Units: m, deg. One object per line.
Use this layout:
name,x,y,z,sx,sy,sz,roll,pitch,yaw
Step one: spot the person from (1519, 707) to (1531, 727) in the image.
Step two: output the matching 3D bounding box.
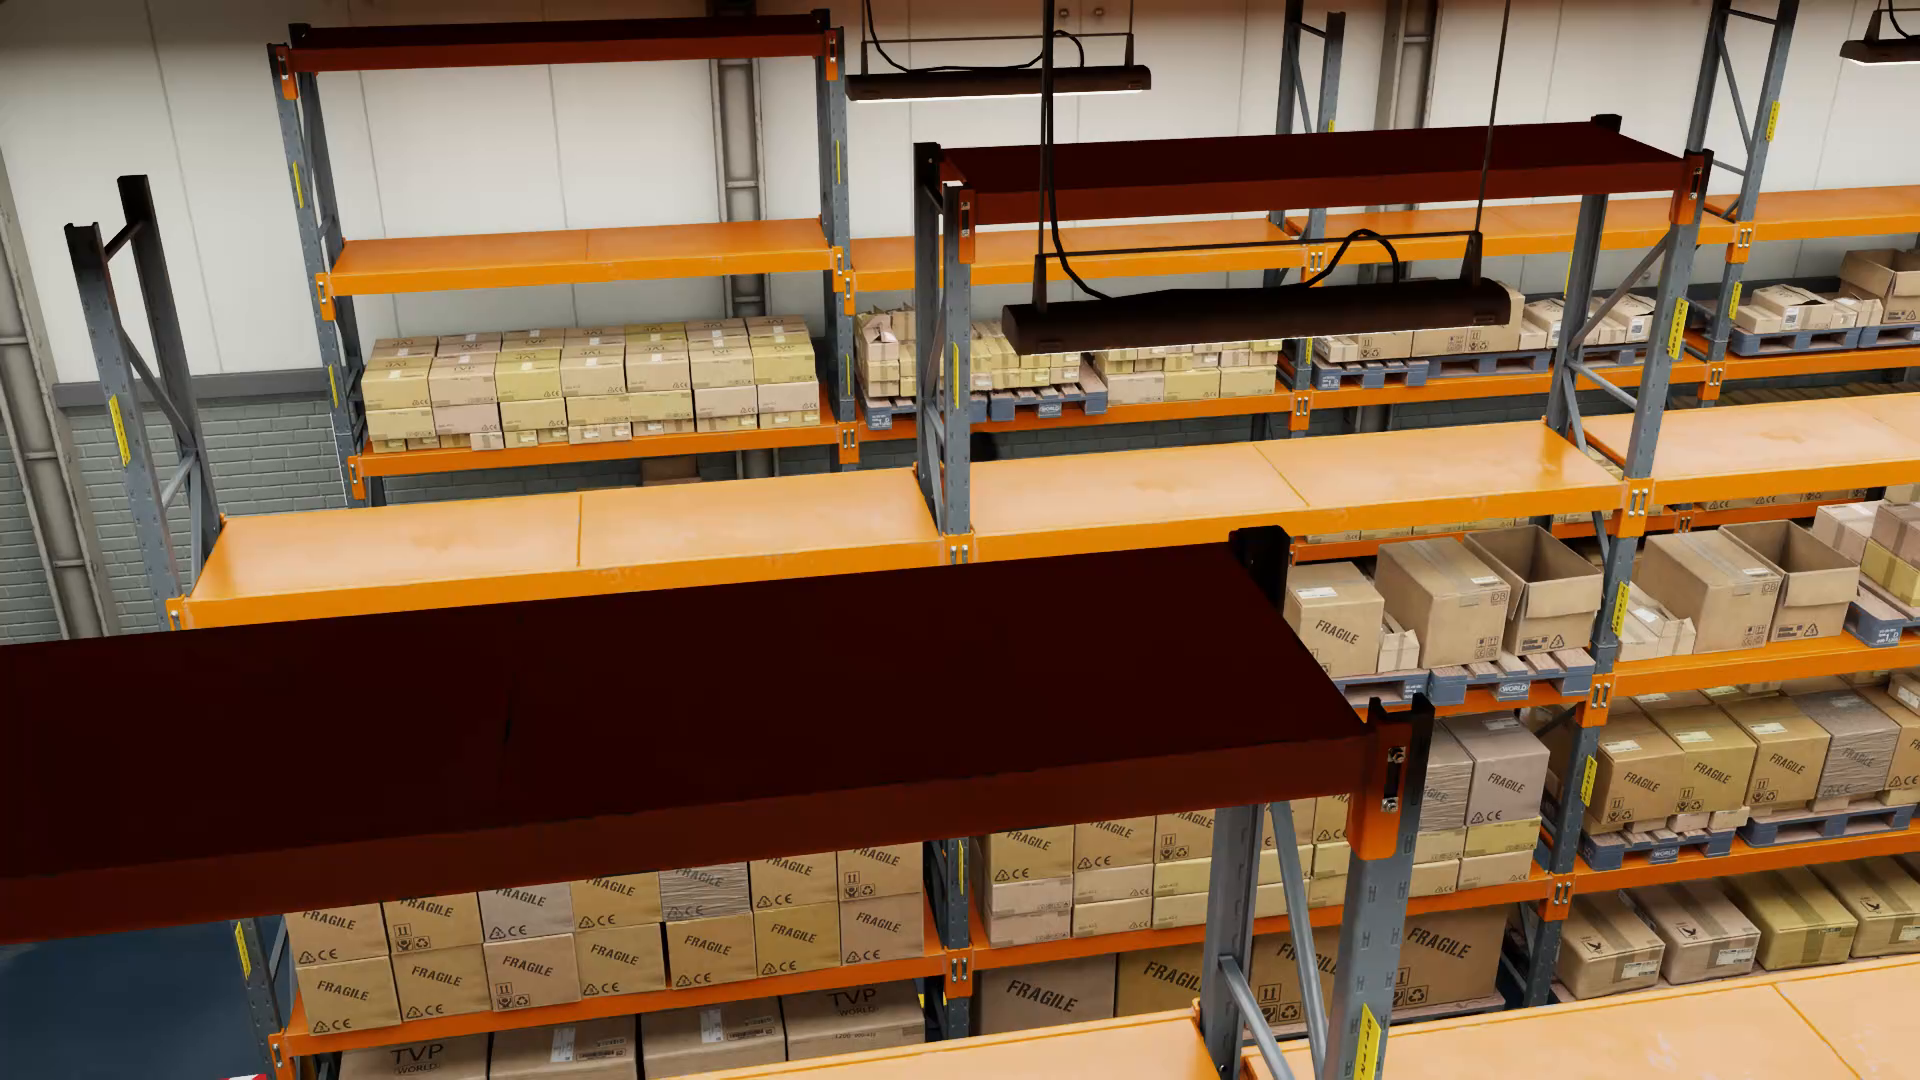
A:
person,4.405,1.663,12.948,0.881,1.676,0.564,-4,26,-7
